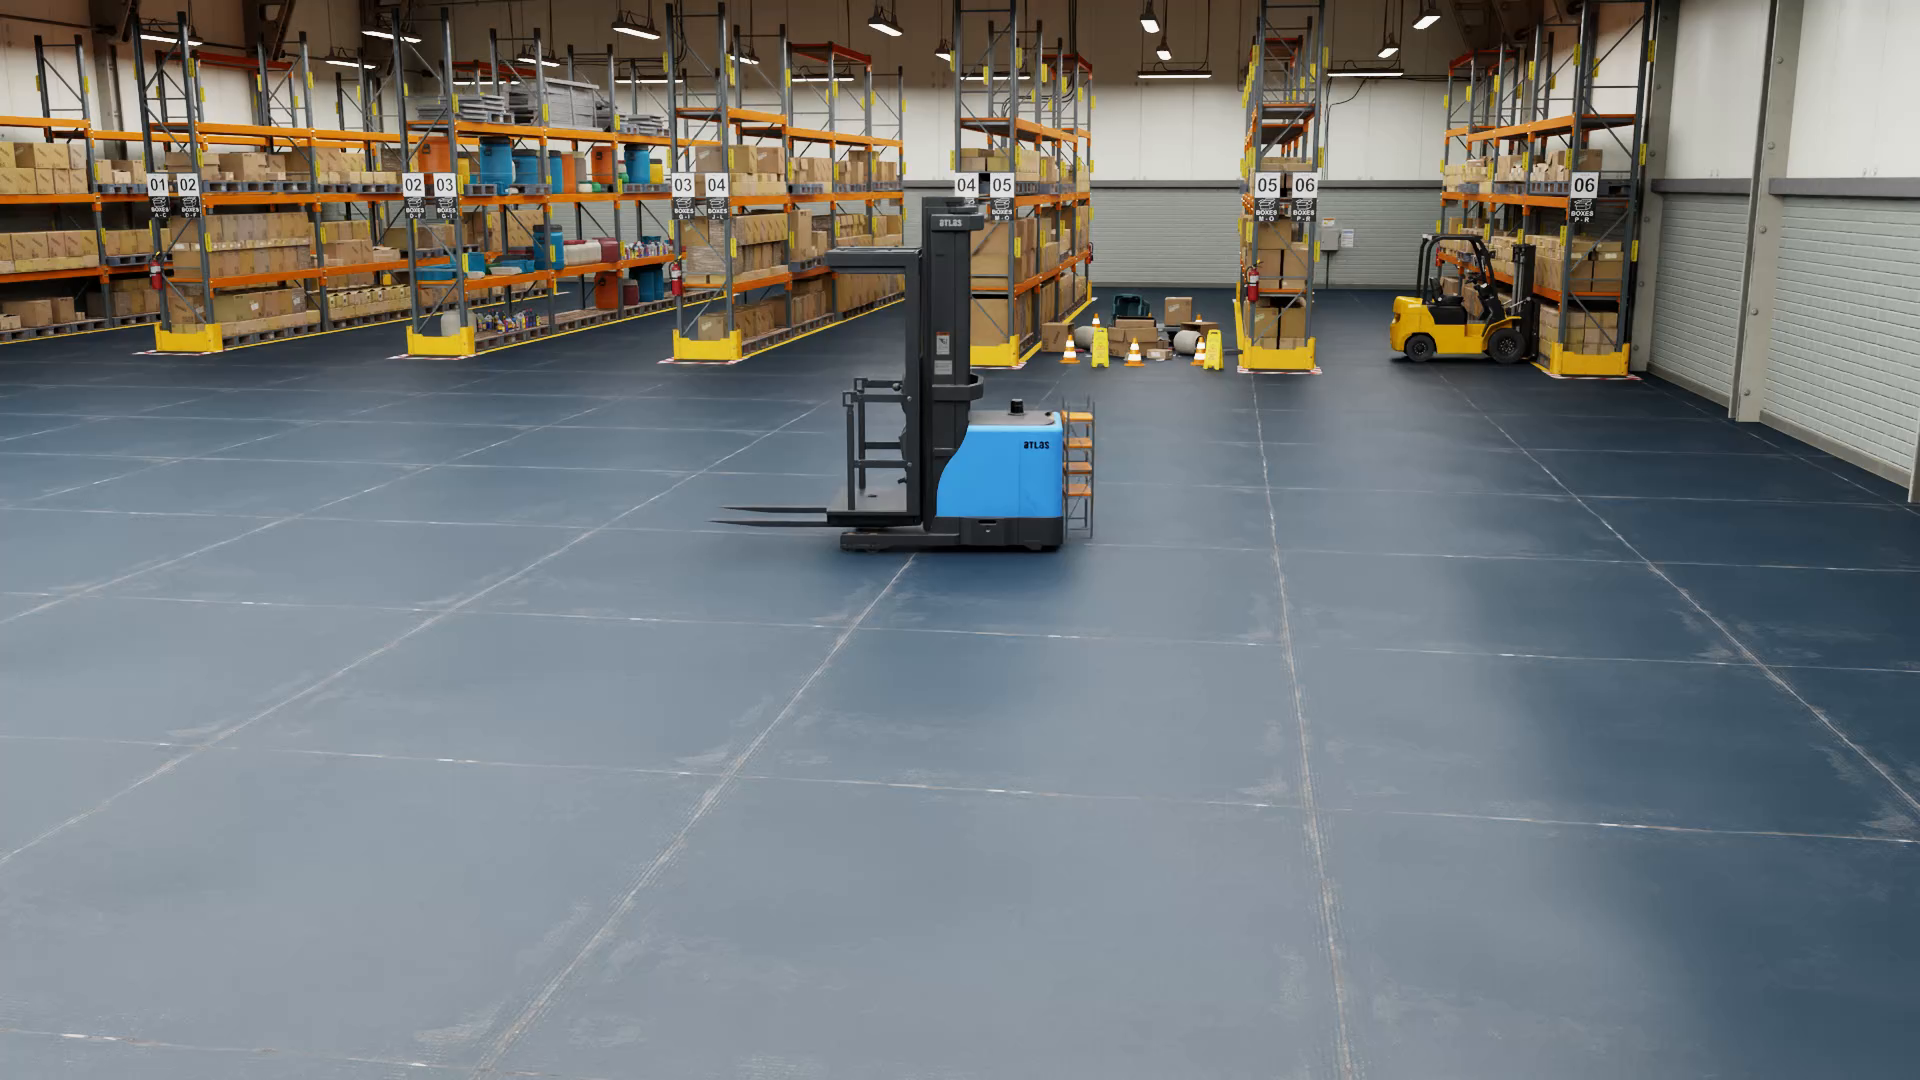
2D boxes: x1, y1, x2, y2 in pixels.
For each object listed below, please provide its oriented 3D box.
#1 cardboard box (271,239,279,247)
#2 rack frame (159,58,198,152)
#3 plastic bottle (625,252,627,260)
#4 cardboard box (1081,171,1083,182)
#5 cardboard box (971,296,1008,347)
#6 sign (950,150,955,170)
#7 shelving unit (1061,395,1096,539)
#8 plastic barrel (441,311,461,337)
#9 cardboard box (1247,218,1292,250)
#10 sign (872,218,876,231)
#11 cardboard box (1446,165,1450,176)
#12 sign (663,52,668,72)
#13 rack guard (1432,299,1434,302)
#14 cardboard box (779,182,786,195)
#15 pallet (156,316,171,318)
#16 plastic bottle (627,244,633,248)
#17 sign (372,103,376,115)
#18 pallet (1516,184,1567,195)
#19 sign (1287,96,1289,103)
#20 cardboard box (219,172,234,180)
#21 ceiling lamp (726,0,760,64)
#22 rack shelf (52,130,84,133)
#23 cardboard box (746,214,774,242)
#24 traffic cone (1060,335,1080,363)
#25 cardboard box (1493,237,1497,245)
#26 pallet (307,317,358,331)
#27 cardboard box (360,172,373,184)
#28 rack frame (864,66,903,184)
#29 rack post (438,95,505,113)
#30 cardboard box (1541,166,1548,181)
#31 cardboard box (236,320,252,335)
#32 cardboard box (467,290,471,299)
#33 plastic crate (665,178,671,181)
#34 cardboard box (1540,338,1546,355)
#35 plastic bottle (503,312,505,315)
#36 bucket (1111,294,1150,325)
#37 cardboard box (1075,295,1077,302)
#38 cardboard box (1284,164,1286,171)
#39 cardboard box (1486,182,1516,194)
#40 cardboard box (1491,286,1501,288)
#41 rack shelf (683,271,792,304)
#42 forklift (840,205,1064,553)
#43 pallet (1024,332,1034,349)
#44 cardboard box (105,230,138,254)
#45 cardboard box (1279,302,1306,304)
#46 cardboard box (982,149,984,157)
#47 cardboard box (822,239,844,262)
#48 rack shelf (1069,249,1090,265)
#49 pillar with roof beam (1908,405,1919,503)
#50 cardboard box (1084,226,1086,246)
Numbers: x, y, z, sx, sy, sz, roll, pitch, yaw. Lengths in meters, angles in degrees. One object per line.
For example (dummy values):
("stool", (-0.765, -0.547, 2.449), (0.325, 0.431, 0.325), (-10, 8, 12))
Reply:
("cardboard box", (-13.667, -5.855, 32.763), (0.380, 0.149, 0.250), (2, 12, 10))
("rack frame", (-17.917, -9.741, 38.335), (0.949, 2.616, 0.053), (2, 12, 9))
("plastic bottle", (-7.685, -6.514, 38.070), (0.097, 0.201, 0.097), (0, 12, 0))
("cardboard box", (2.747, -8.916, 40.794), (0.500, 0.250, 0.500), (2, 12, 10))
("cardboard box", (0.457, -3.790, 29.007), (0.875, 0.875, 0.875), (2, 12, 9))
("sign", (-0.116, -6.361, 27.857), (0.100, 0.325, 0.005), (2, 12, 9))
("shelving unit", (1.035, -0.650, 14.659), (0.258, 1.200, 0.503), (0, 12, -1))
("plastic barrel", (-9.336, -3.951, 30.616), (0.421, 0.512, 0.421), (0, 12, 0))
("cardboard box", (5.187, -5.137, 27.895), (0.700, 0.500, 0.500), (2, 12, 7))
("sign", (-2.084, -7.672, 40.411), (0.100, 0.325, 0.005), (2, 12, 9))
("cardboard box", (12.277, -9.105, 40.965), (0.500, 0.250, 0.500), (2, 12, 8))
("sign", (-5.013, -8.151, 28.362), (0.100, 0.325, 0.005), (2, 12, 9))
("rack guard", (12.679, -6.274, 42.418), (1.175, 0.500, 0.348), (2, 12, 9))
("cardboard box", (-3.665, -6.784, 32.090), (0.500, 0.250, 0.500), (2, 12, 11))
("pallet", (-18.042, -5.283, 38.507), (1.003, 0.211, 1.213), (2, 12, 9))
("plastic bottle", (-7.956, -6.978, 40.048), (0.152, 0.276, 0.135), (2, 12, 9))
("sign", (-16.156, -11.882, 45.861), (0.100, 0.325, 0.005), (2, 12, 9))
("pallet", (10.968, -6.570, 31.195), (0.805, 0.209, 1.217), (1, 12, 6))
("sign", (8.319, -11.079, 42.137), (0.100, 0.325, 0.005), (2, 12, 9))
("cardboard box", (-13.900, -6.840, 31.260), (0.380, 0.149, 0.250), (2, 12, 9))
("ceiling lamp", (-4.879, -12.842, 38.868), (0.800, 3.185, 2.000), (2, 12, 9))
("rack shelf", (-18.228, -8.909, 36.494), (0.919, 0.052, 3.809), (2, 12, 9))
("cardboard box", (-3.803, -5.867, 31.281), (0.500, 0.500, 0.500), (2, 12, 9))
("traffic cone", (1.903, -3.305, 28.730), (0.336, 0.463, 0.334), (2, 12, 9))
("cardboard box", (11.080, -6.100, 33.900), (0.380, 0.149, 0.250), (2, 12, 10))
("pallet", (-13.566, -4.608, 35.374), (1.003, 0.211, 1.213), (2, 12, 9))
("cardboard box", (-13.201, -7.923, 36.375), (0.500, 0.250, 0.500), (2, 12, 8))
("rack frame", (-2.007, -10.925, 43.829), (1.000, 3.000, 0.127), (2, 12, 9))
("rack post", (-9.095, -8.123, 31.003), (0.937, 0.300, 0.954), (2, 12, 8))
("cardboard box", (10.317, -6.369, 28.893), (0.396, 0.266, 0.258), (2, 12, 7))
("cardboard box", (-13.880, -4.054, 31.713), (0.500, 0.250, 0.500), (2, 12, 9))
("cardboard box", (-12.364, -6.156, 40.827), (0.500, 0.500, 0.500), (2, 12, 9))
("plastic crate", (-7.407, -9.280, 43.462), (0.504, 0.338, 0.767), (2, 12, 9))
("cardboard box", (10.076, -3.253, 27.999), (0.500, 0.250, 0.500), (2, 12, 9))
("plastic bottle", (-9.146, -4.419, 33.281), (0.061, 0.283, 0.133), (2, 12, 9))
("bucket", (3.290, -4.353, 31.733), (0.726, 0.611, 0.620), (7, 4, 28))
("cardboard box", (2.637, -5.855, 40.313), (0.380, 0.149, 0.250), (1, 12, 6))
("cardboard box", (5.604, -6.195, 27.701), (0.380, 0.149, 0.250), (2, 12, 8))
("cardboard box", (11.299, -7.354, 34.733), (0.500, 0.250, 0.500), (1, 12, 7))
("cardboard box", (11.381, -5.369, 35.683), (0.380, 0.149, 0.250), (1, 12, 7))
("rack shelf", (-4.160, -4.727, 31.014), (1.077, 0.370, 4.000), (2, 12, 9))
("forklift", (-0.083, -1.402, 14.194), (1.939, 2.867, 1.129), (0, 12, 2))
("pallet", (0.839, -3.794, 31.598), (1.003, 0.211, 1.213), (2, 12, 9))
("cardboard box", (-18.331, -6.461, 36.072), (0.700, 0.500, 0.500), (3, 13, 14))
("cardboard box", (5.886, -3.946, 29.432), (0.500, 0.500, 0.500), (2, 12, 10))
("cardboard box", (0.214, -6.654, 28.599), (0.380, 0.149, 0.250), (2, 12, 10))
("cardboard box", (-2.894, -6.469, 37.152), (0.500, 0.500, 0.500), (2, 12, 10))
("rack shelf", (2.571, -7.043, 41.762), (1.077, 0.370, 4.000), (2, 12, 9))
("pillar with roof beam", (5.128, -4.871, 15.735), (9.100, 9.000, 0.400), (2, 12, 9))
("cardboard box", (2.911, -7.690, 42.115), (0.500, 0.500, 0.500), (2, 12, 9))
